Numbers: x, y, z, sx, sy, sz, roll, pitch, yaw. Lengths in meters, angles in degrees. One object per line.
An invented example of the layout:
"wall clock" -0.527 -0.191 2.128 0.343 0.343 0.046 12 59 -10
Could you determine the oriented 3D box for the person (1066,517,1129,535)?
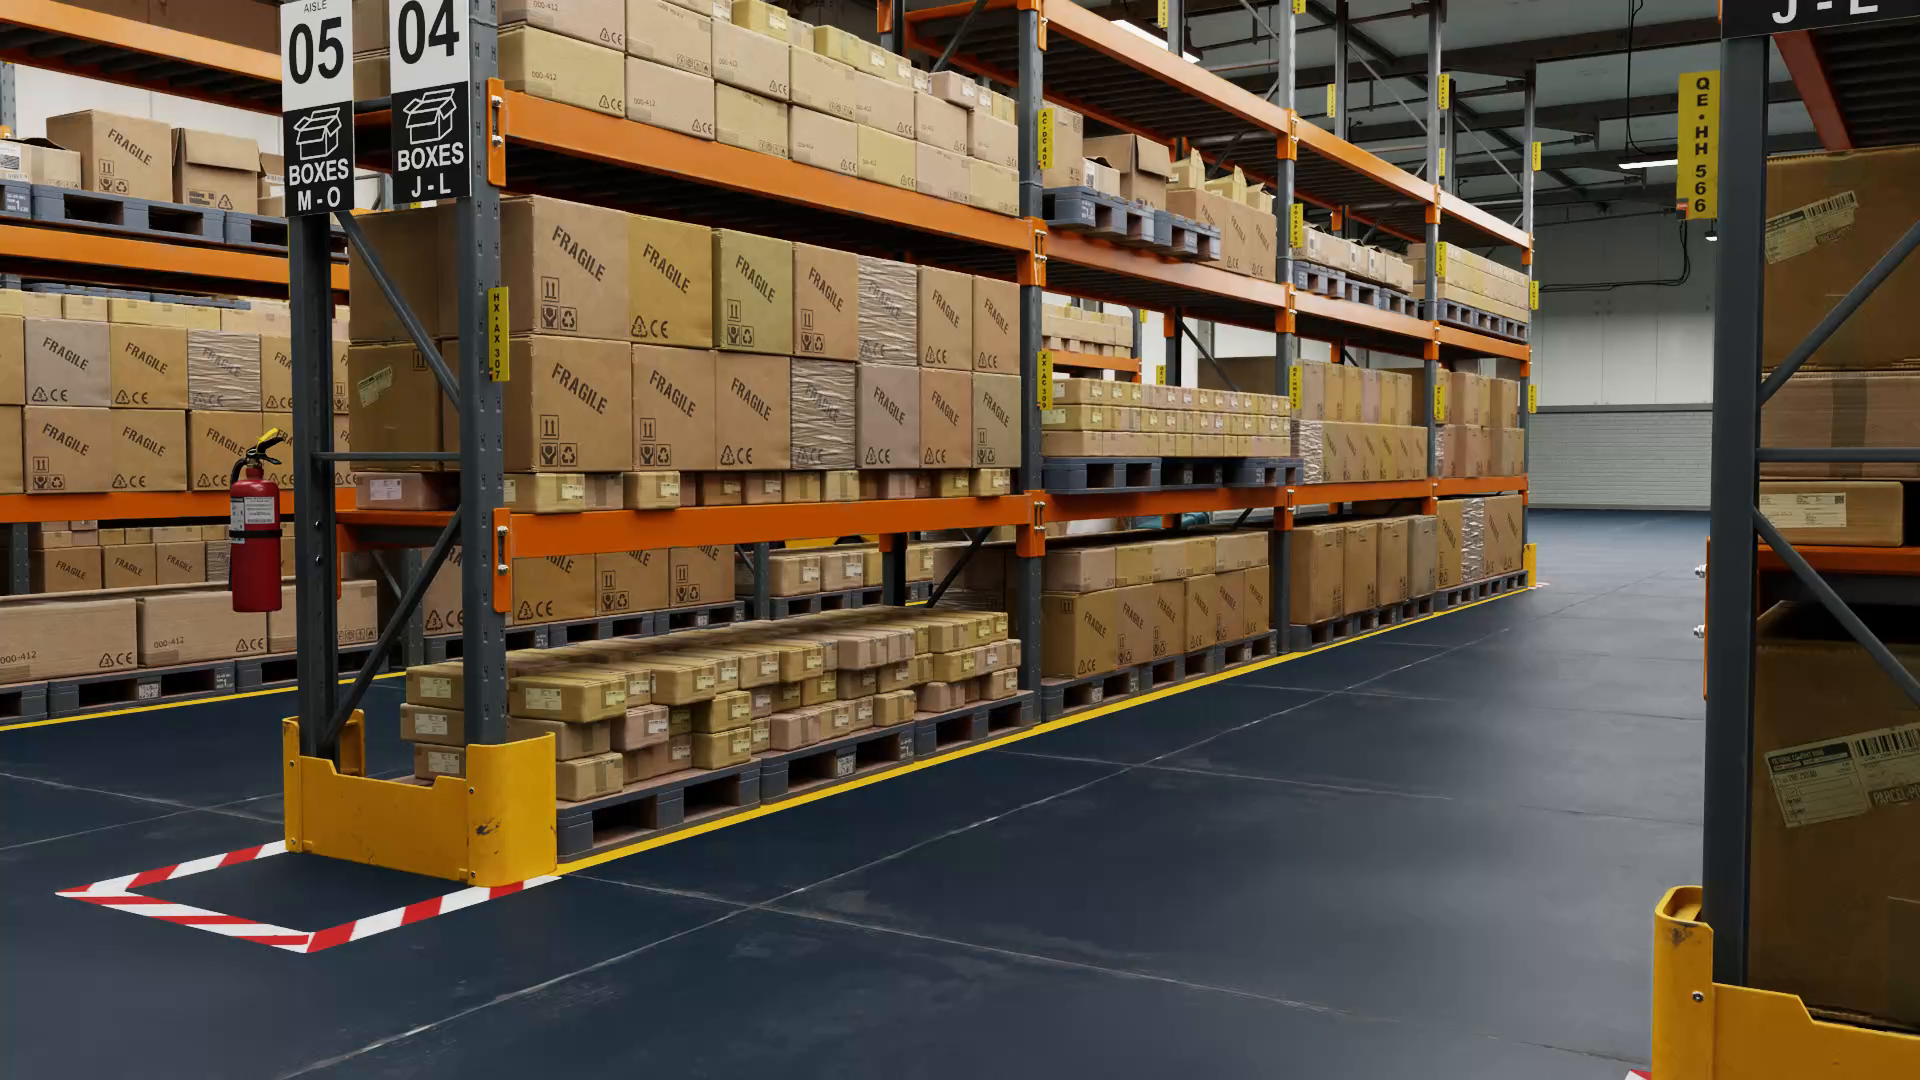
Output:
"person" 1.160 0.013 14.302 0.581 1.594 0.657 2 3 32
